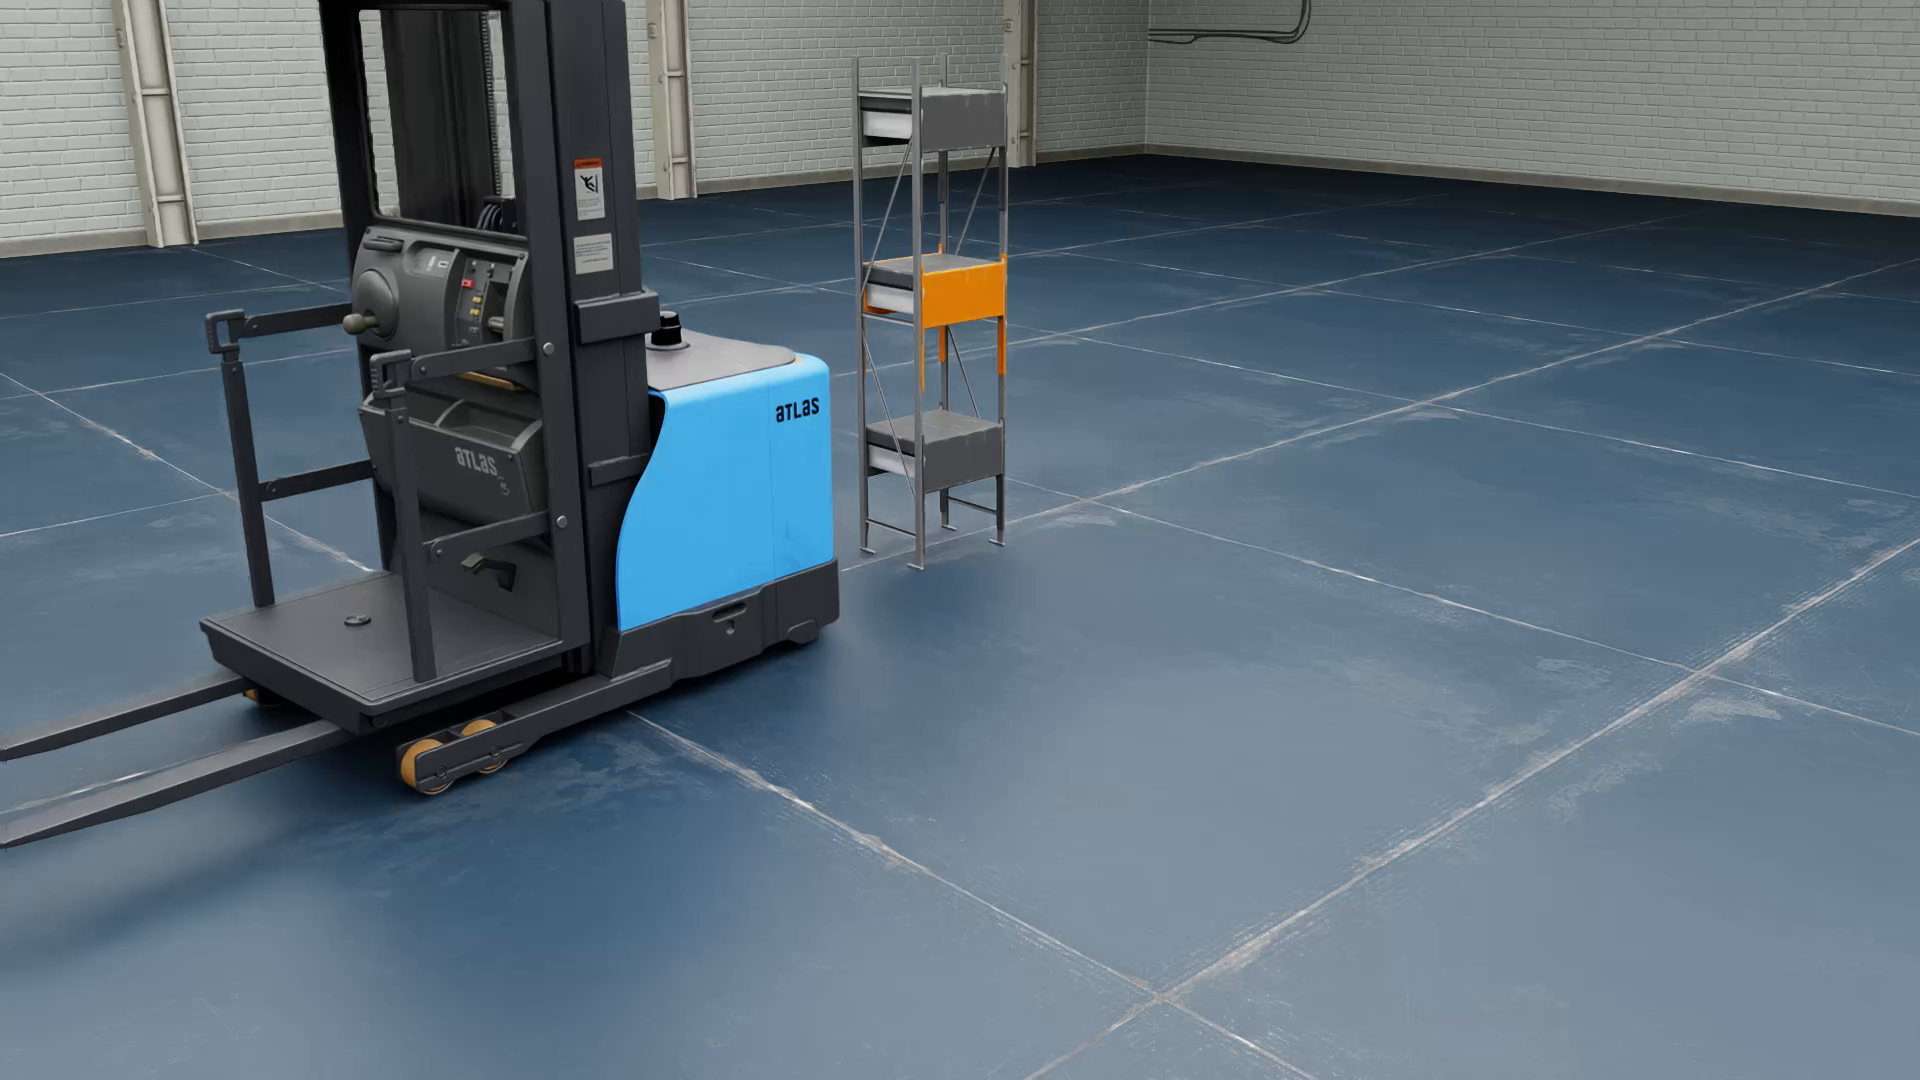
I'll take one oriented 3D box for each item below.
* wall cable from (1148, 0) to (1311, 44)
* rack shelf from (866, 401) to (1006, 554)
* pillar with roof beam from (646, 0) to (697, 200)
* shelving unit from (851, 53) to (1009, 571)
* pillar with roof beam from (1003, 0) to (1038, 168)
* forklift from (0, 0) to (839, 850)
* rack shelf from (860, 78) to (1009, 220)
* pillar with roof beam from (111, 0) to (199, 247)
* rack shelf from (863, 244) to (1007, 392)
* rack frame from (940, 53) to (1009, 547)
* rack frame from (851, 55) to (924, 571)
[{"bbox_3d":[3.918,-8.628,24.540,0.112,2.526,3.097,-16,24,-41],"label":"wall cable"},{"bbox_3d":[-0.120,-0.285,7.273,0.480,0.518,0.431,-16,24,-41],"label":"rack shelf"},{"bbox_3d":[-0.533,-7.541,16.153,0.400,9.000,9.100,-16,24,-41],"label":"pillar with roof beam"},{"bbox_3d":[-0.120,-0.964,7.053,0.503,2.100,0.431,-16,24,-41],"label":"shelving unit"},{"bbox_3d":[3.826,-8.813,20.075,0.400,9.000,9.100,-16,24,-41],"label":"pillar with roof beam"},{"bbox_3d":[-1.810,-0.791,5.173,1.130,2.935,3.031,15,23,39],"label":"forklift"},{"bbox_3d":[-0.120,-1.617,6.841,0.480,0.518,0.431,-16,24,-41],"label":"rack shelf"},{"bbox_3d":[-4.893,-6.270,12.232,0.400,9.000,9.100,-16,24,-41],"label":"pillar with roof beam"},{"bbox_3d":[-0.120,-0.951,7.057,0.480,0.518,0.431,-16,24,-41],"label":"rack shelf"},{"bbox_3d":[0.057,-1.015,7.212,0.015,2.100,0.400,-16,24,-41],"label":"rack frame"},{"bbox_3d":[-0.298,-0.912,6.893,0.015,2.100,0.400,-16,24,-41],"label":"rack frame"}]
